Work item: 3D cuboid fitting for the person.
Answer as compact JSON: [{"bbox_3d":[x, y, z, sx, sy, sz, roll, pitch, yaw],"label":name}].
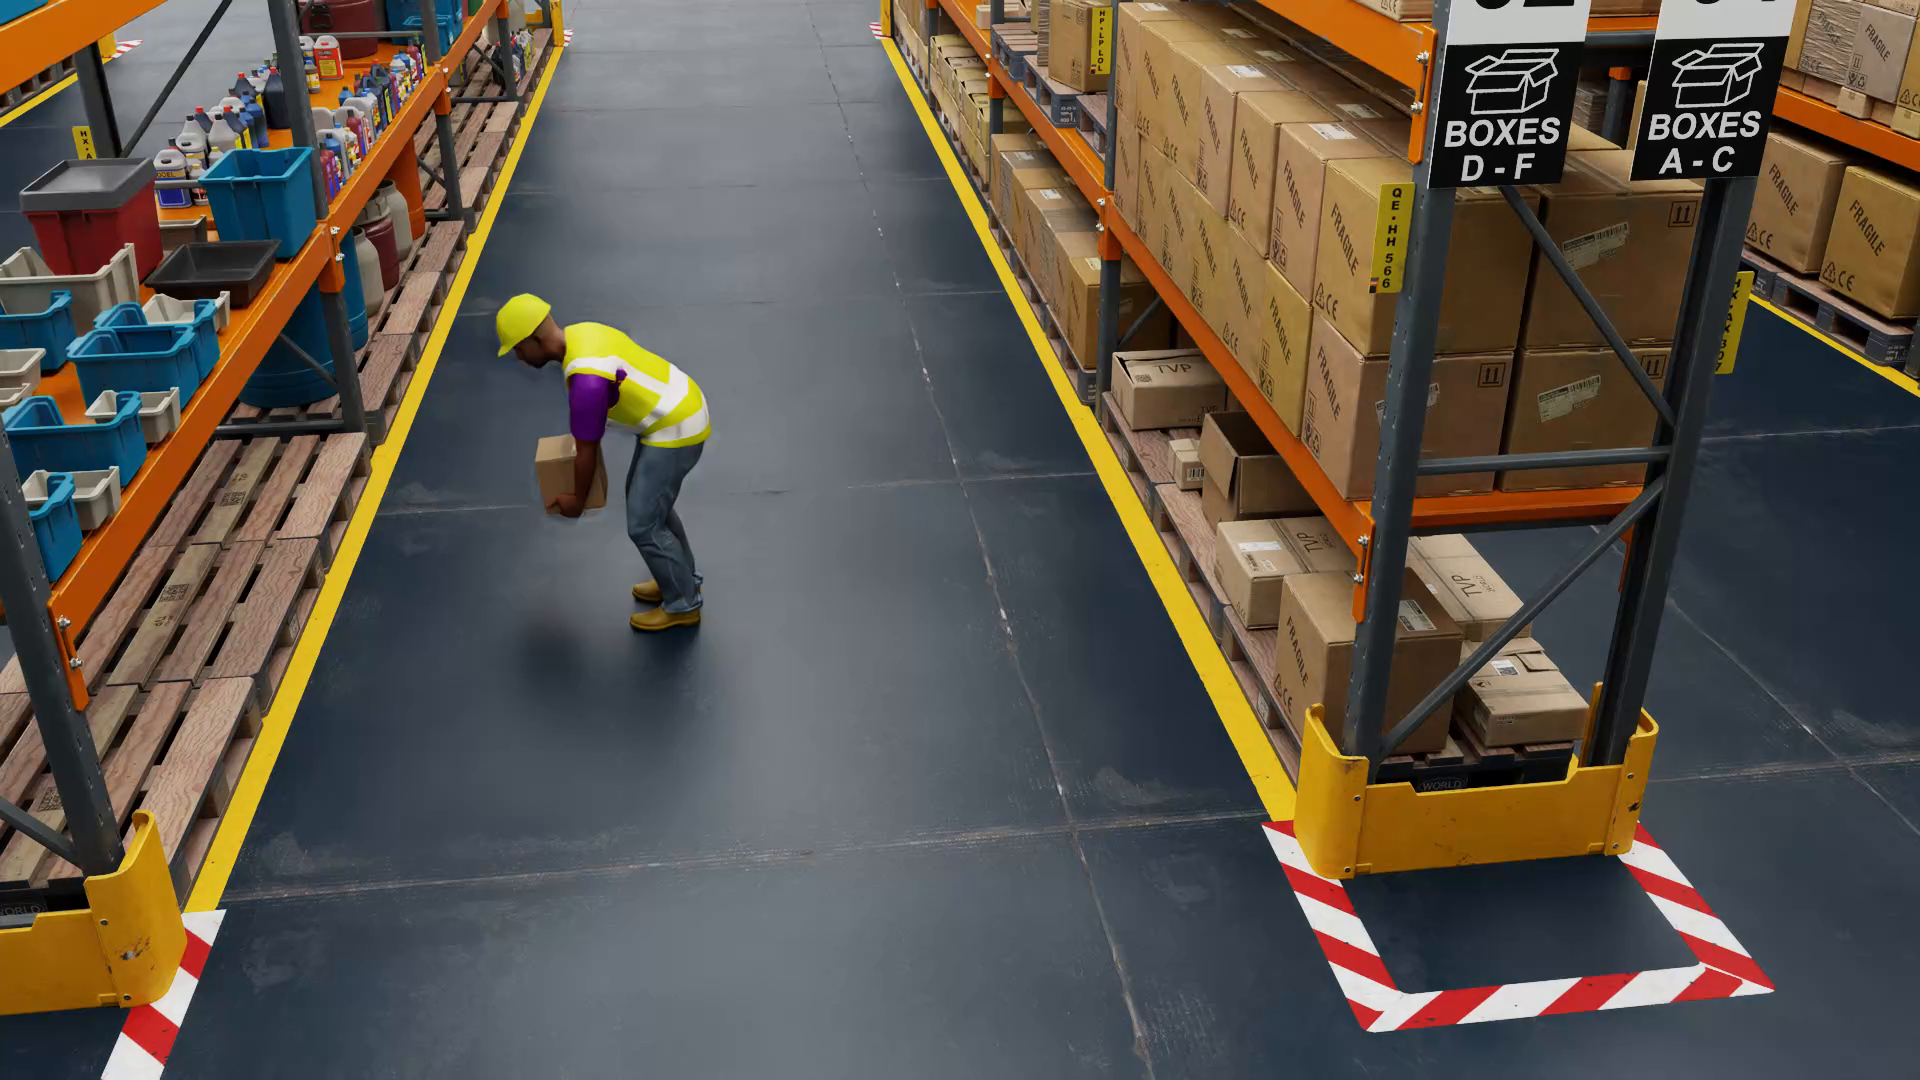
[{"bbox_3d":[-1.378,-0.433,7.015,0.623,1.697,0.495,-4,27,-8],"label":"person"}]
